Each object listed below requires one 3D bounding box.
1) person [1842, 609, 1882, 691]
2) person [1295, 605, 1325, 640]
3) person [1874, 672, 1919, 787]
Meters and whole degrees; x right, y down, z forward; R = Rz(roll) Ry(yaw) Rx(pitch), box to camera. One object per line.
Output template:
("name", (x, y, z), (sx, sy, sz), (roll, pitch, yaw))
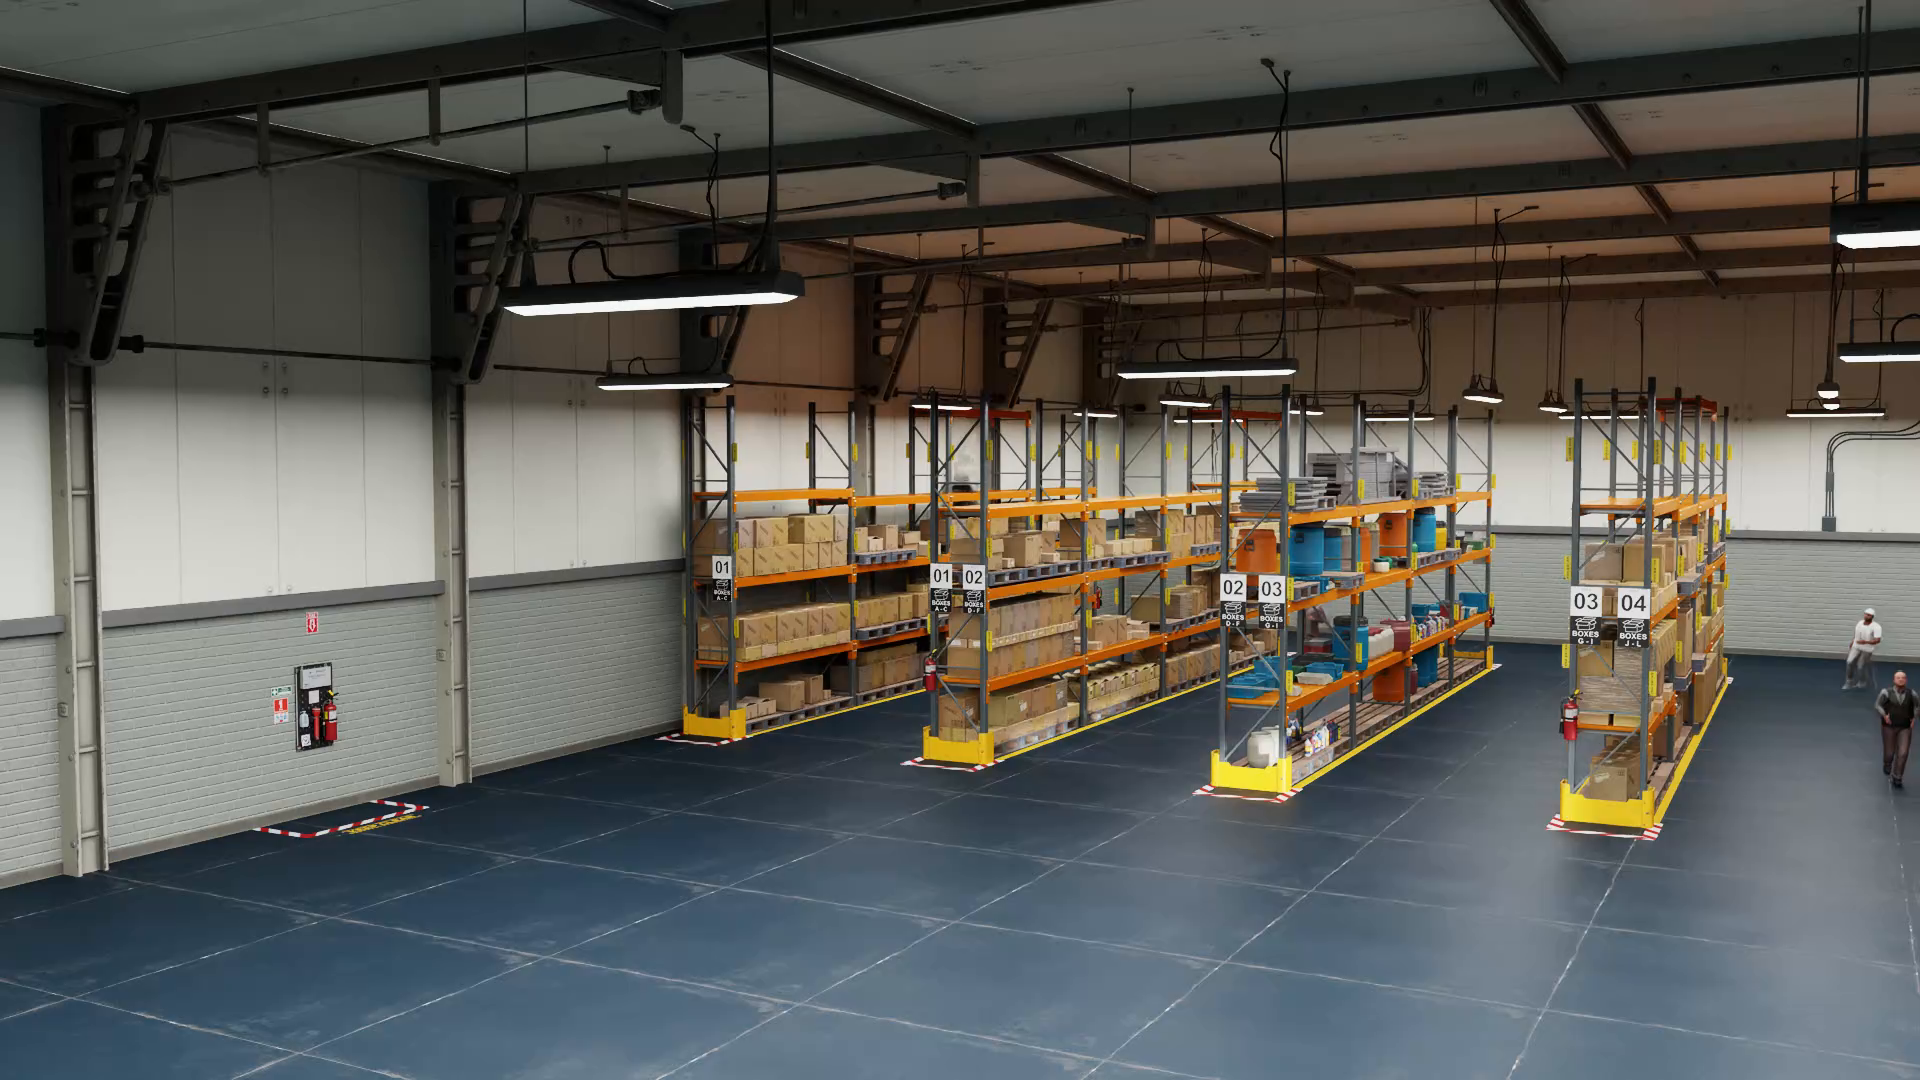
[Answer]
("person", (18.906, 2.292, 34.785), (0.701, 1.739, 0.712), (-2, 4, -34))
("person", (7.895, 2.108, 37.560), (0.697, 1.783, 1.043), (1, 3, 20))
("person", (14.152, 2.831, 25.087), (0.657, 1.697, 0.752), (1, 3, 22))
